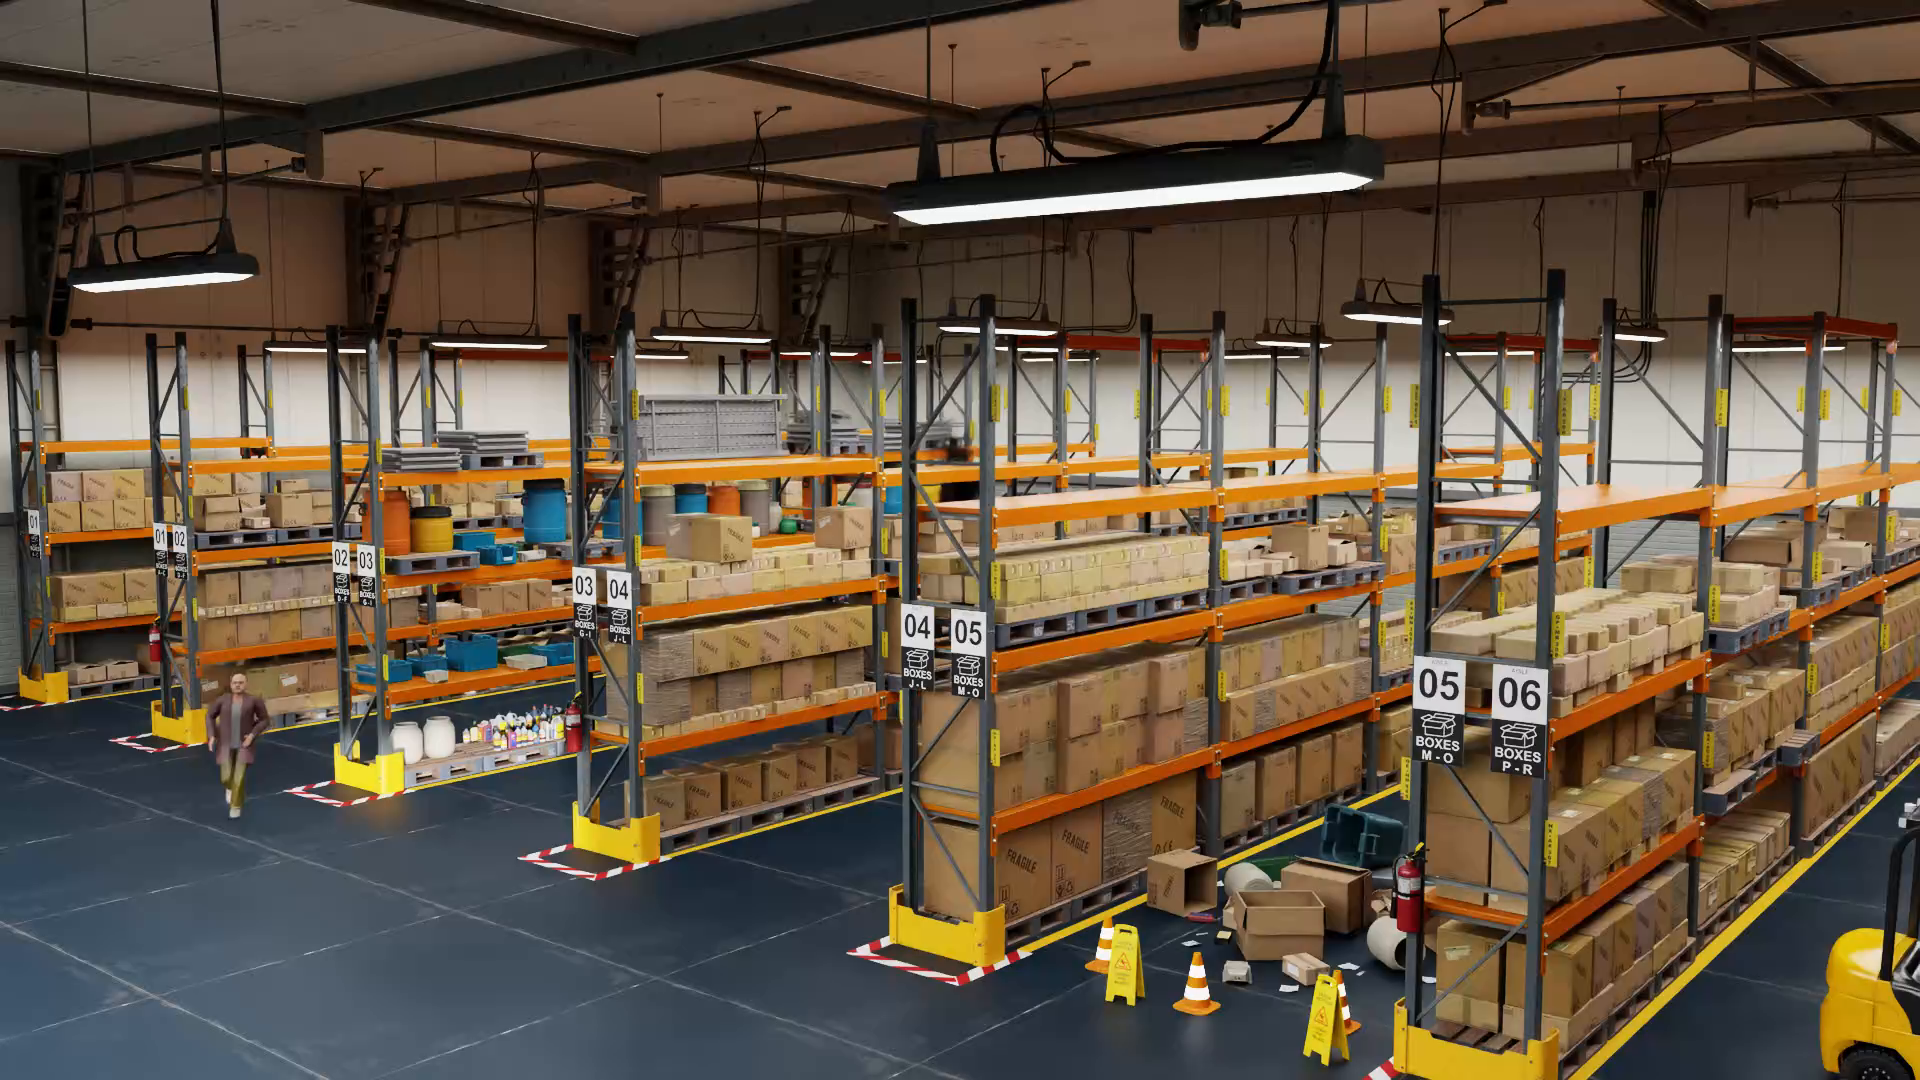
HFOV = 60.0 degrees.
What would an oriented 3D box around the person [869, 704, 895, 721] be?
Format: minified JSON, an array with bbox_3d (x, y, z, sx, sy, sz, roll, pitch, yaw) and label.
[{"bbox_3d":[-1.214,1.857,24.042,0.659,1.776,0.580,3,6,33],"label":"person"}]

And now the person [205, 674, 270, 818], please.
[{"bbox_3d":[-8.801,2.483,20.280,0.741,1.716,0.670,-2,5,-18],"label":"person"}]

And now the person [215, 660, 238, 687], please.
[{"bbox_3d":[-11.830,1.885,26.914,0.669,1.768,0.810,4,7,40],"label":"person"}]

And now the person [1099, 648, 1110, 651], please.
[{"bbox_3d":[2.099,2.016,23.039,0.539,1.585,0.749,3,6,31],"label":"person"}]
